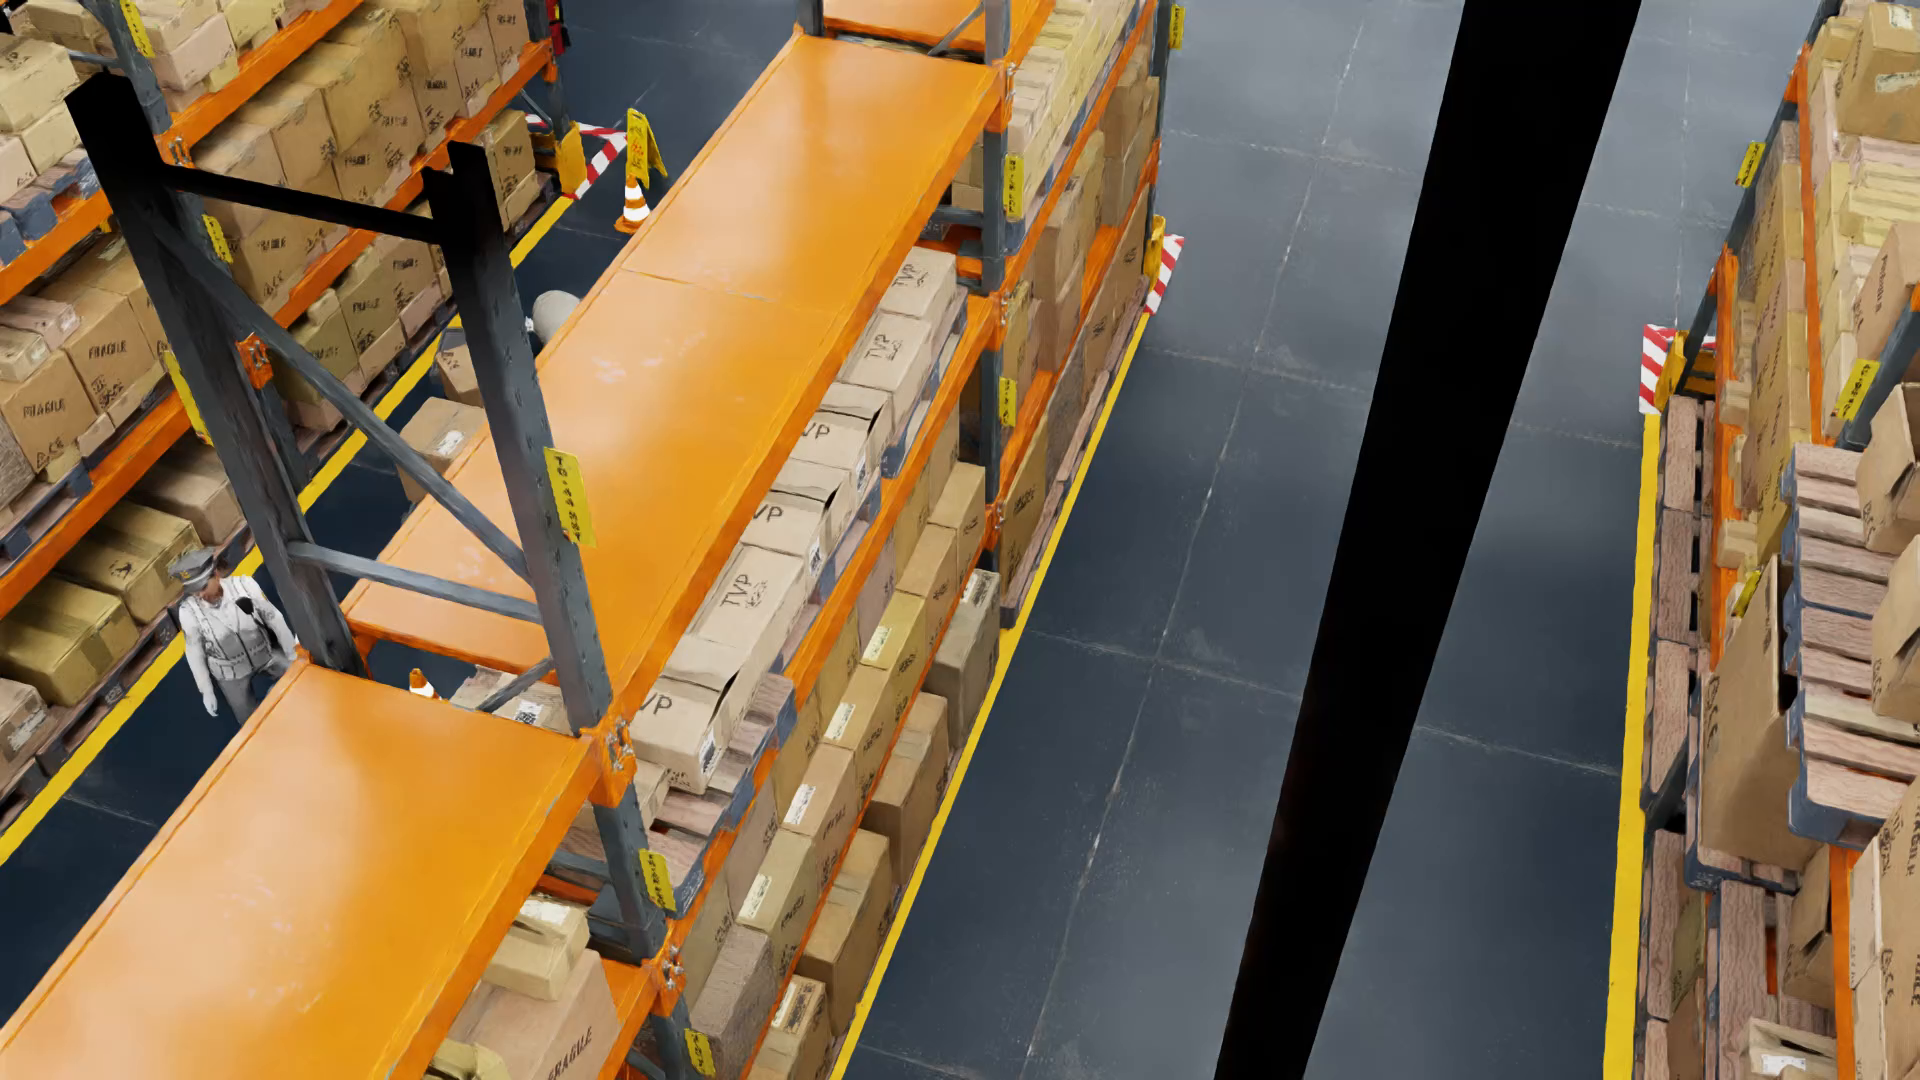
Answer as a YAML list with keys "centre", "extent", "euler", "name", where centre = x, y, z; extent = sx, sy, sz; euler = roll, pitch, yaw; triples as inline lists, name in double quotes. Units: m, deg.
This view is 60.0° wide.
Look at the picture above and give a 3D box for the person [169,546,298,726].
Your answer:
- centre: [-3.956, 0.710, 9.247]
  extent: [0.556, 1.661, 0.586]
  euler: [35, 55, 29]
  name: "person"
